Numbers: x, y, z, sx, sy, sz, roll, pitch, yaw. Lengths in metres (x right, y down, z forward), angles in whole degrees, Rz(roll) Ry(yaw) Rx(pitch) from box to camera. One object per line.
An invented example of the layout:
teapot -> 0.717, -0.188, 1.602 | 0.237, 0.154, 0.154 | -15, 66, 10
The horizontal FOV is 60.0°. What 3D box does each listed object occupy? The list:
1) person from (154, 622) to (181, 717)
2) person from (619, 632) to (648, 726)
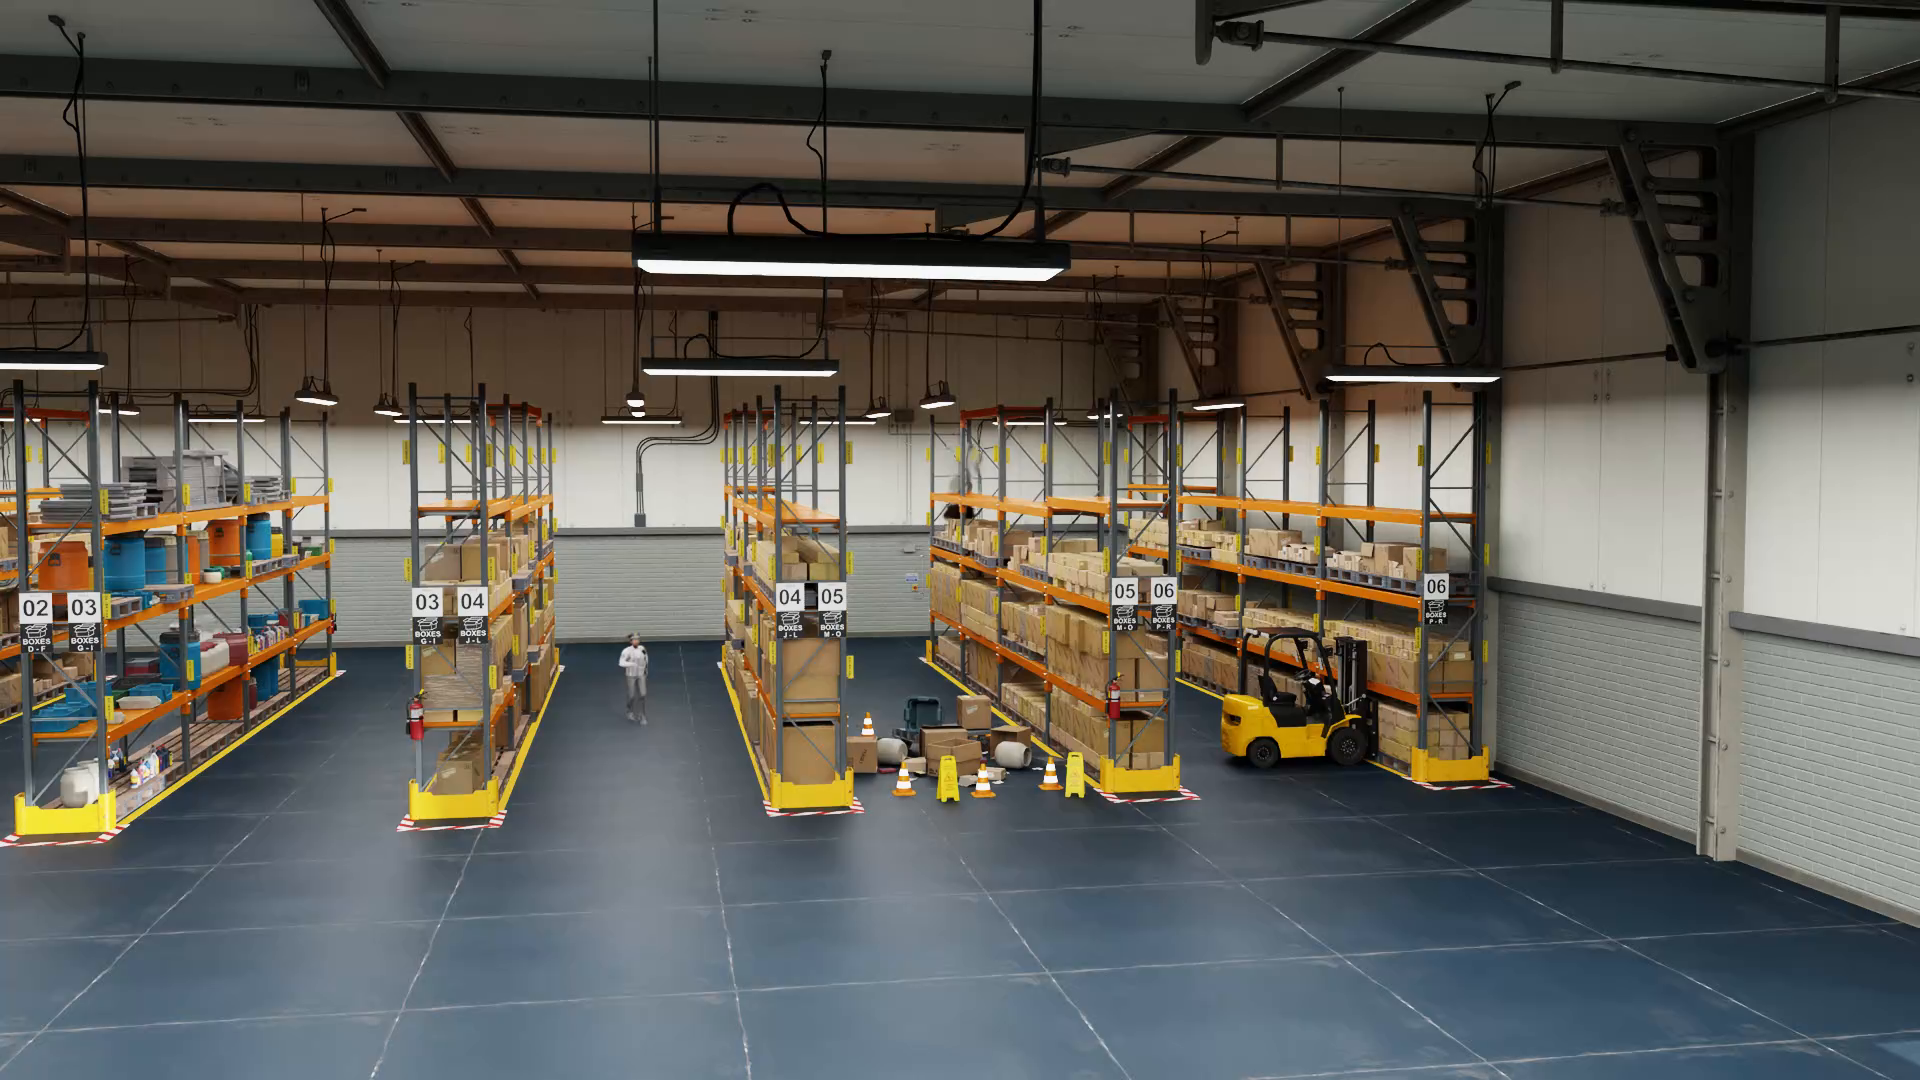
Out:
person -> -15.261, 2.483, 32.269 | 0.670, 1.809, 0.869 | -1, 3, -15
person -> -6.085, 2.576, 31.072 | 0.598, 1.743, 0.779 | -1, 3, -25
